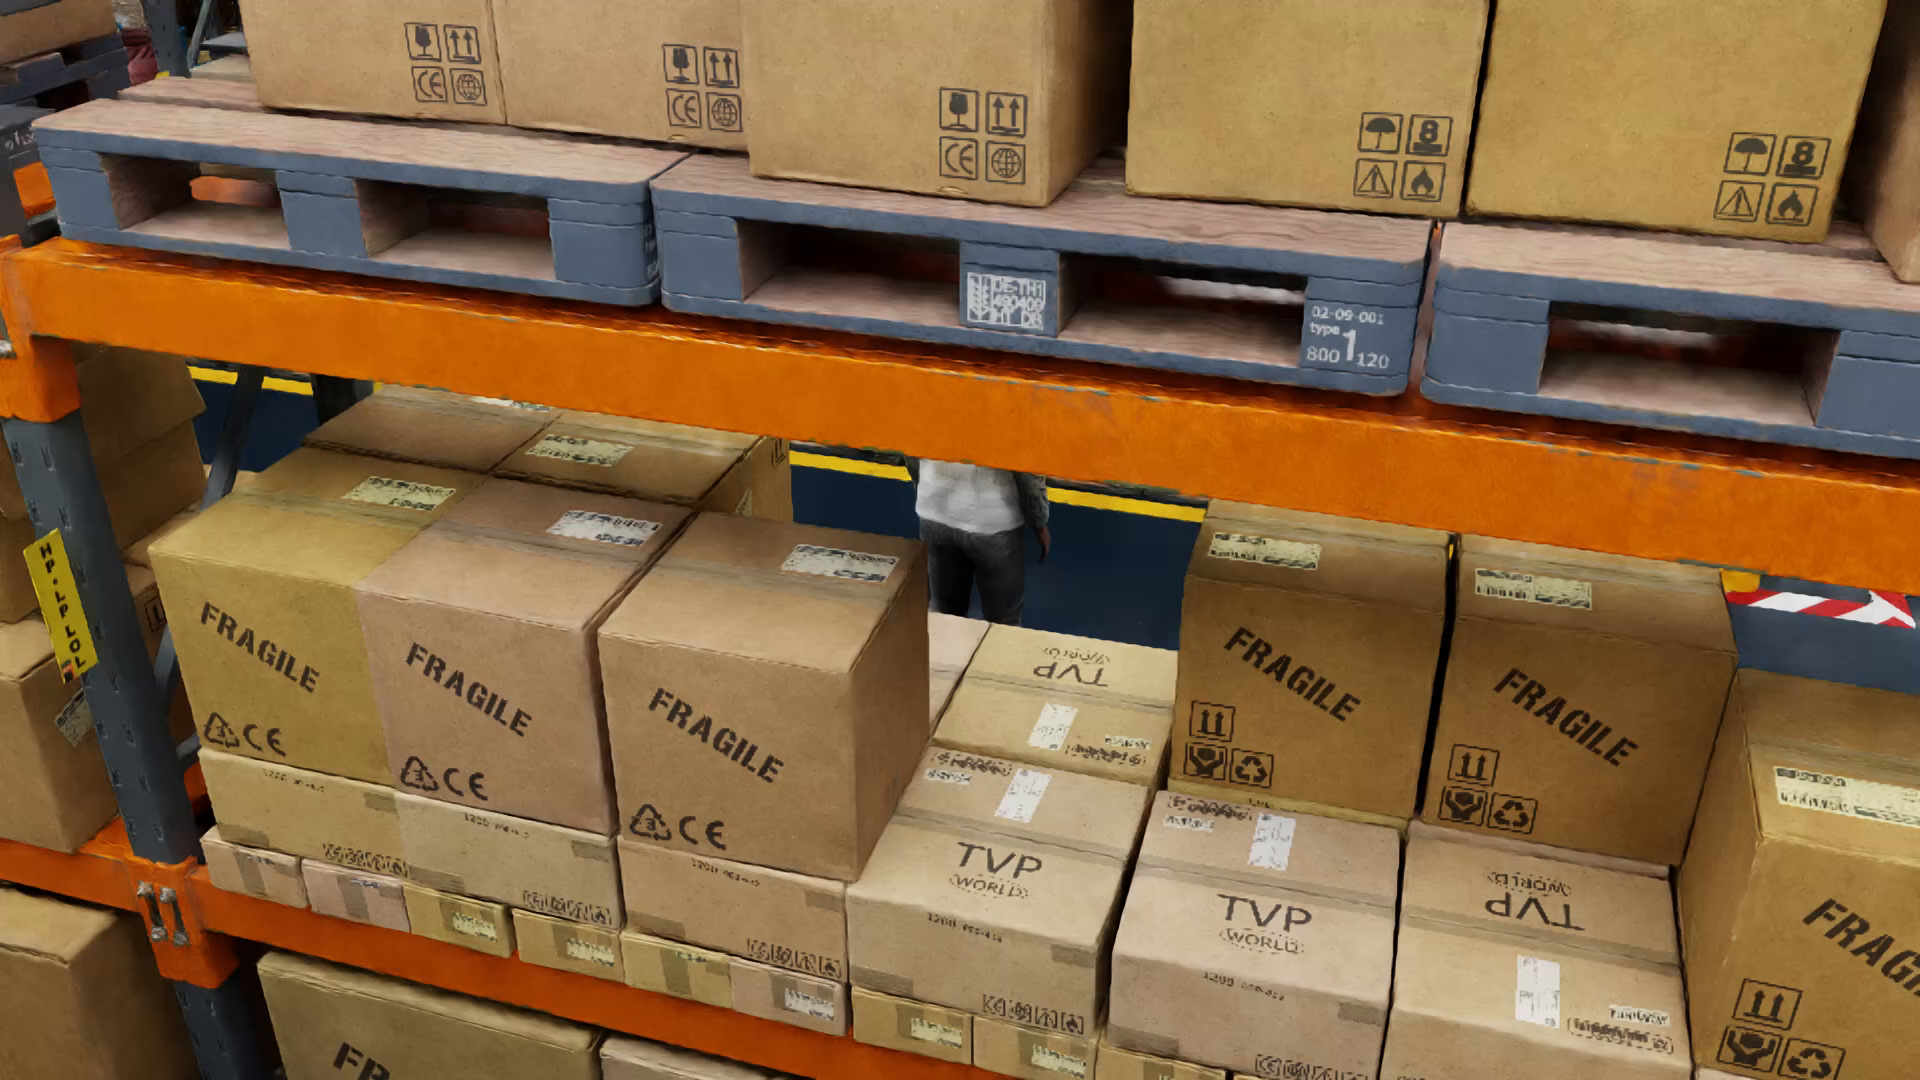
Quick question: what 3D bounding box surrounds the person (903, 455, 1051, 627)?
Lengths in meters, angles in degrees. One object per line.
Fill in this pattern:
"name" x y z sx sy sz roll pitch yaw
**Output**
"person" 0.073 -0.085 6.243 0.587 1.818 0.415 17 33 28
